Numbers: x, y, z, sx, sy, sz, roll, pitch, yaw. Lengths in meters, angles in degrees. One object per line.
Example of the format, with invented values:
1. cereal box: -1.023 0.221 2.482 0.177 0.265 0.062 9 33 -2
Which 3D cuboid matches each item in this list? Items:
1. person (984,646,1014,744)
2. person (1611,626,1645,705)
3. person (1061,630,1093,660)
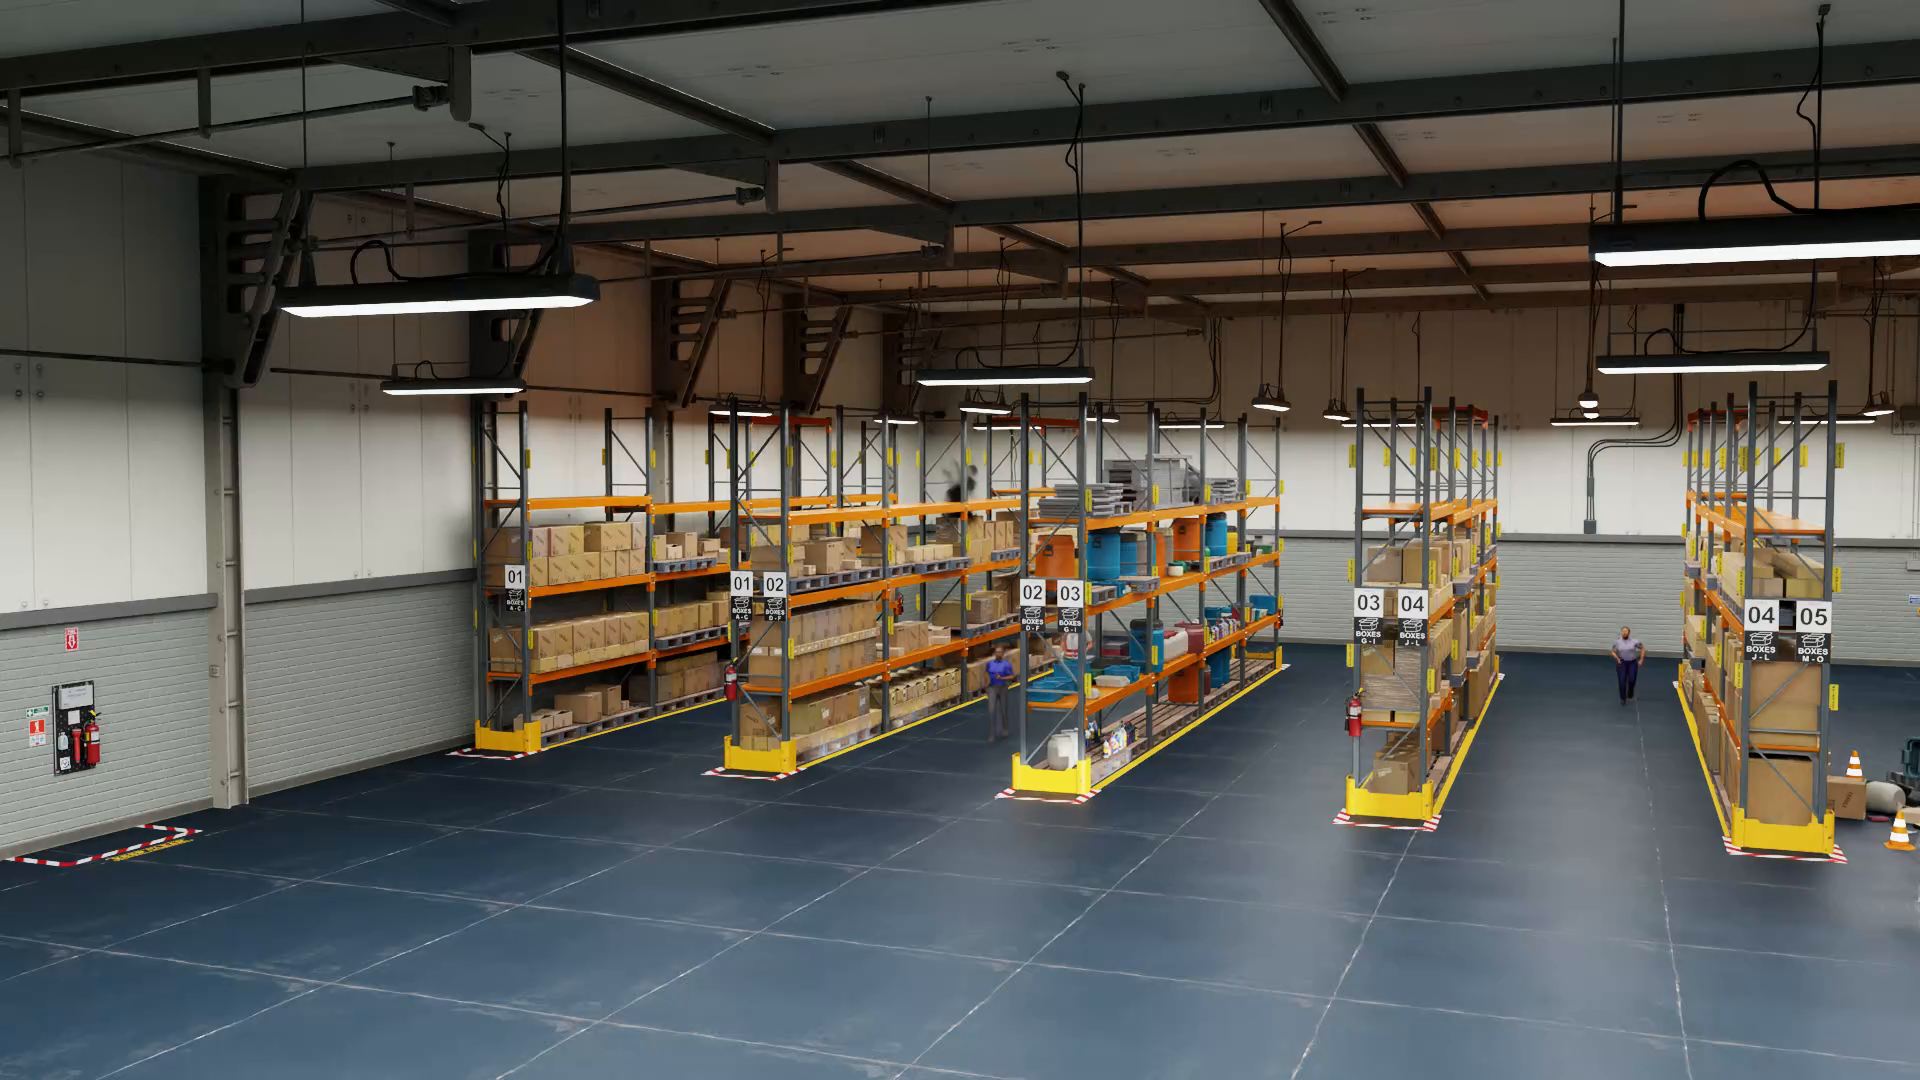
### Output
1. person: 0.682 2.721 29.515 0.565 1.679 0.875 0 3 10
2. person: 13.572 2.565 33.817 0.633 1.607 0.603 1 3 25
3. person: 2.194 2.289 31.777 0.668 1.768 0.551 1 3 22
